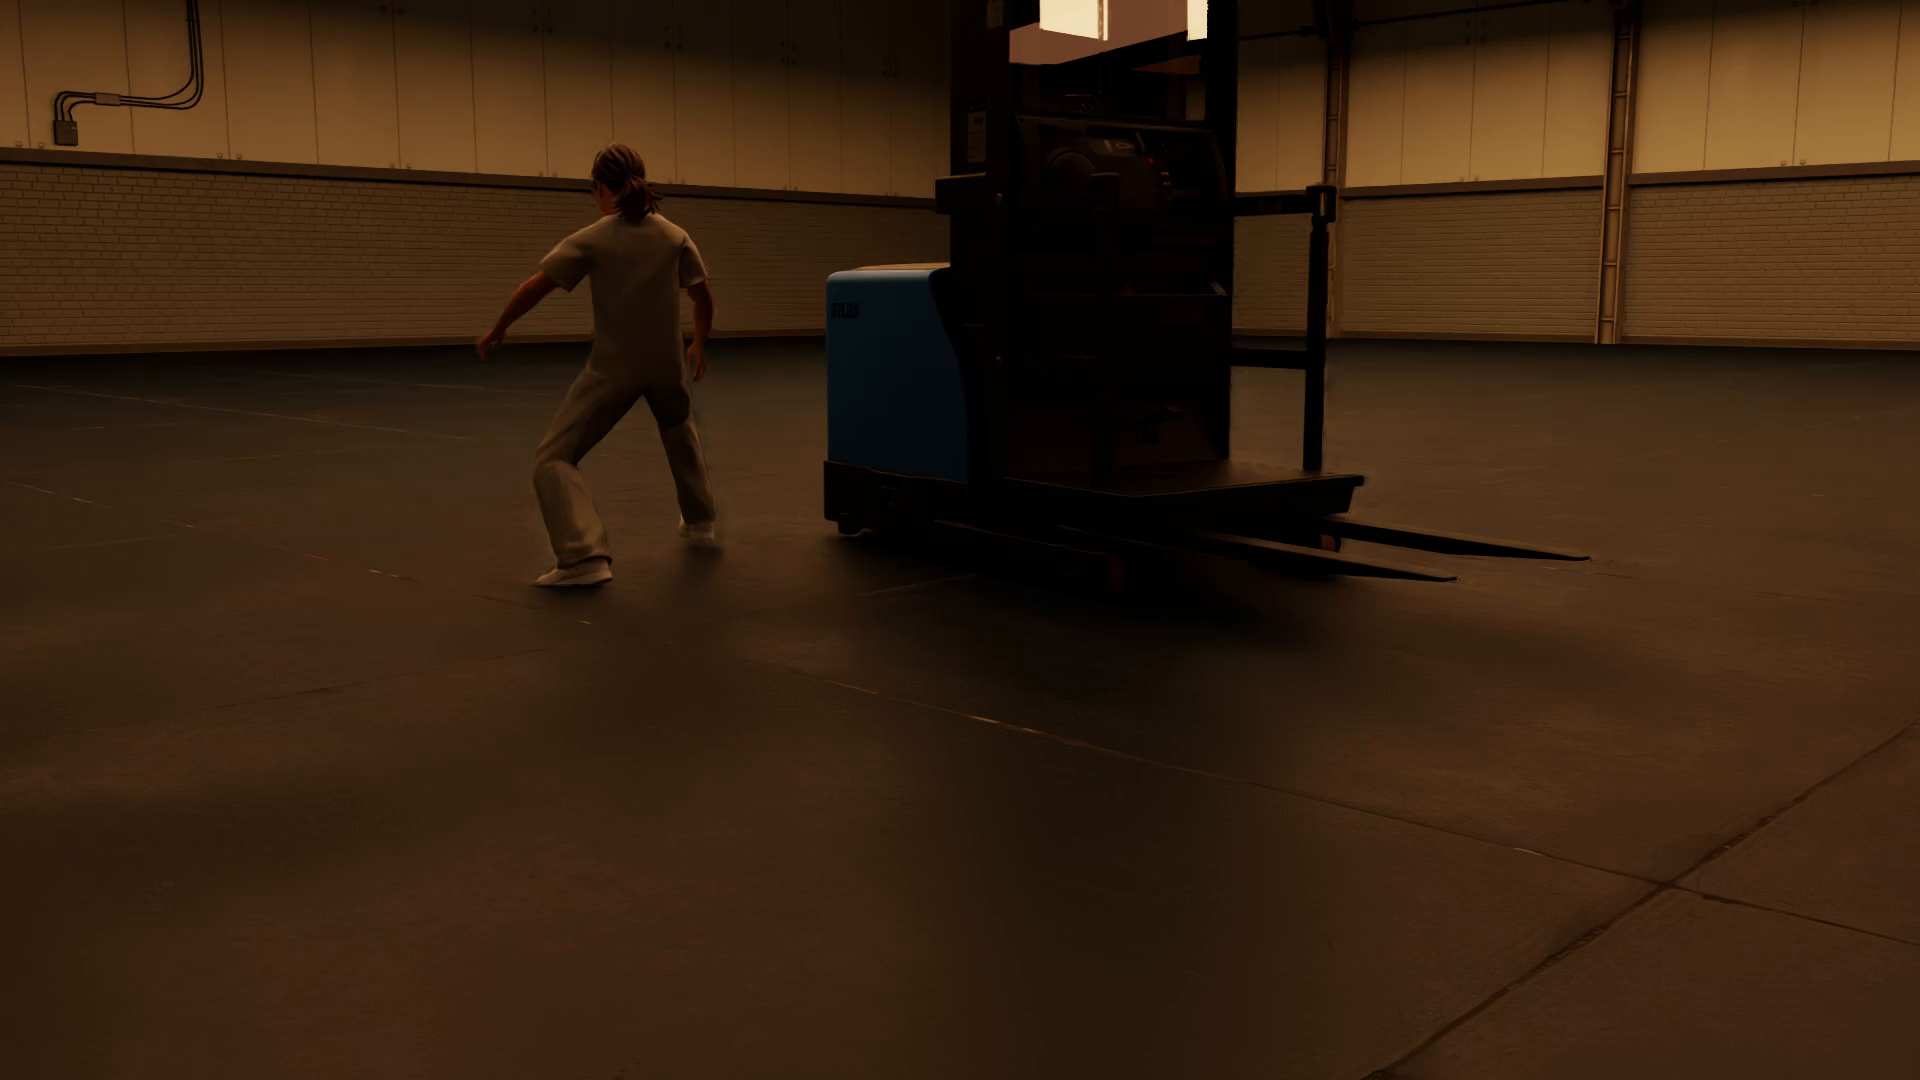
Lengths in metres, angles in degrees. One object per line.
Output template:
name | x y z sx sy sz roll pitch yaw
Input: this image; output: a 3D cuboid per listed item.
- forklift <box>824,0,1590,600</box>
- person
forklift | 0.707 -1.334 5.734 1.130 2.935 3.031 -6 10 -35
person | -1.225 -0.632 5.984 0.906 1.533 0.806 -5 10 -31
